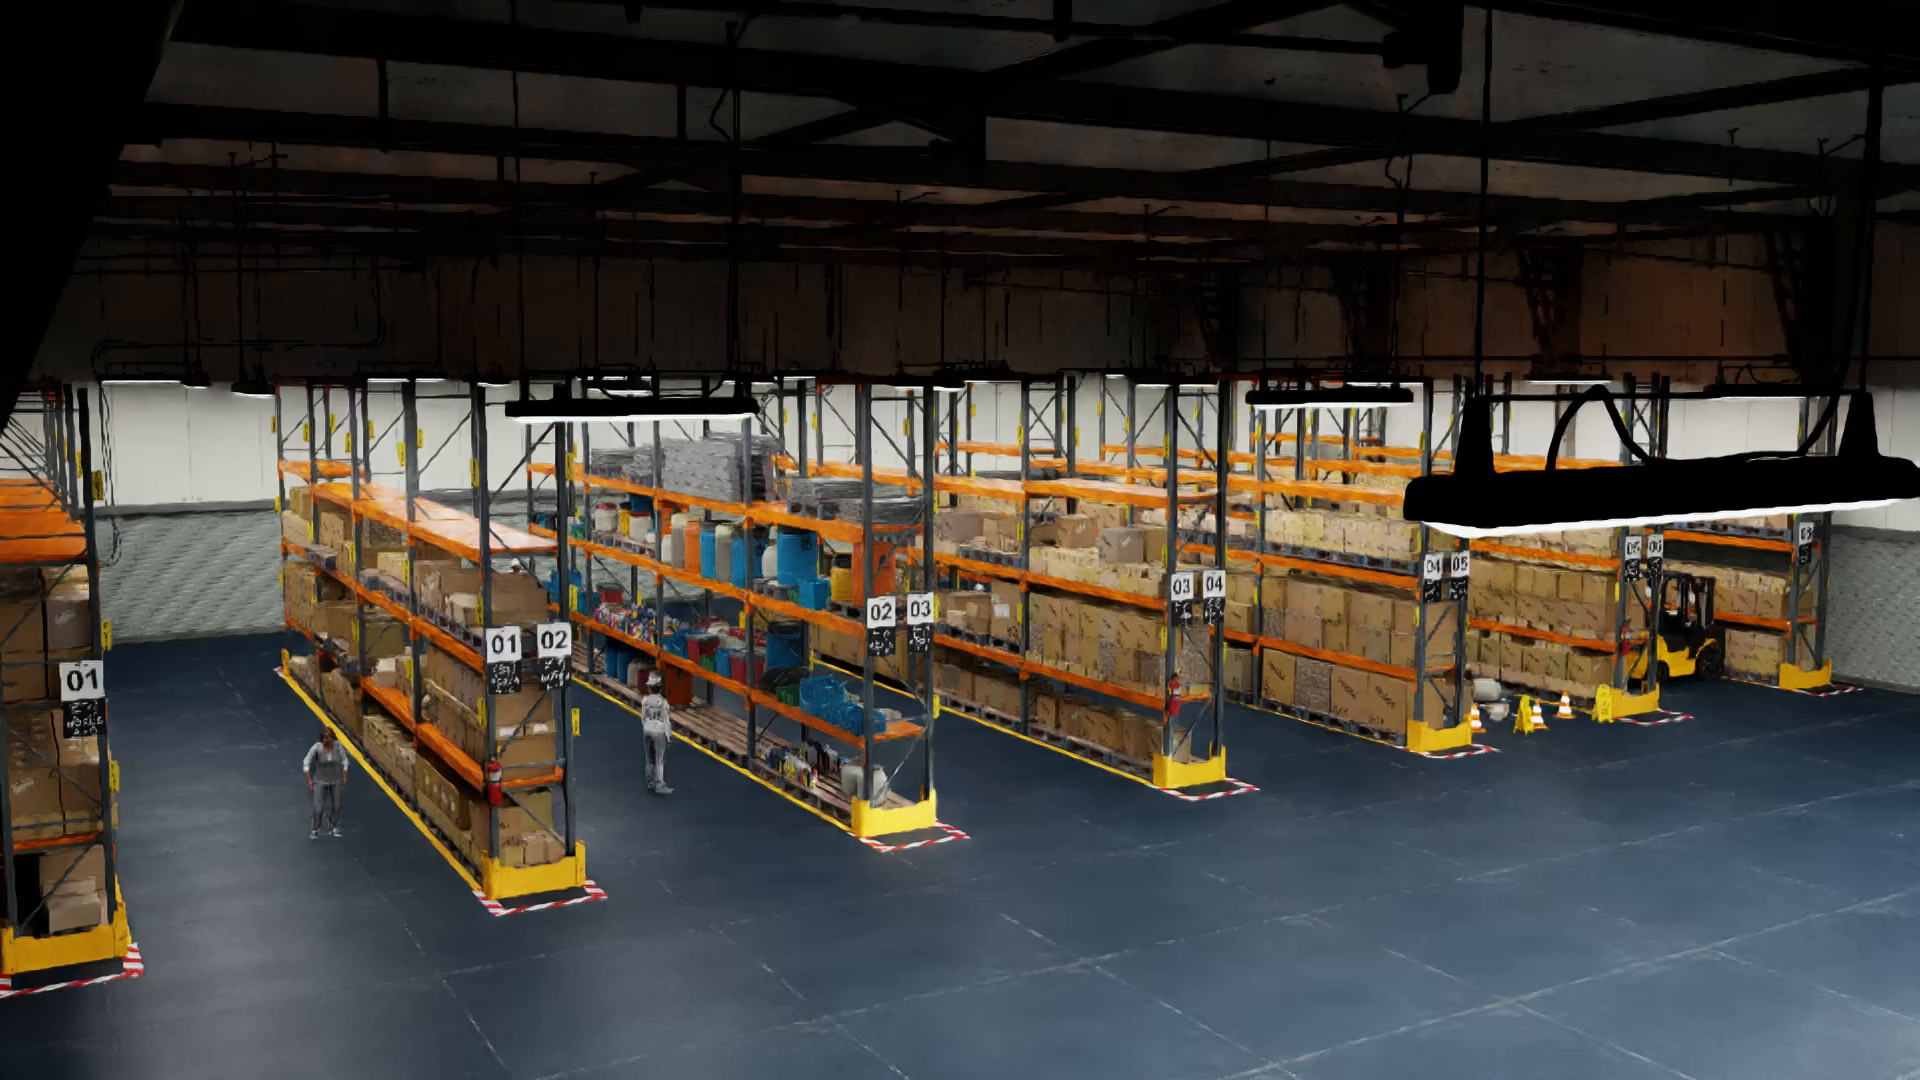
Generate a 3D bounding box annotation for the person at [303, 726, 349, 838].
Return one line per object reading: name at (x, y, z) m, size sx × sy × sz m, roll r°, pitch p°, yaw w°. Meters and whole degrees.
person at (-8.339, 3.181, 21.887) m, size 0.566 × 1.541 × 0.519 m, roll -4°, pitch 7°, yaw -33°

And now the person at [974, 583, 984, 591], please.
person at (0.399, 1.747, 33.713) m, size 0.645 × 1.772 × 0.464 m, roll 5°, pitch 8°, yaw 37°

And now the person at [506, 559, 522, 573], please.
person at (-10.188, 1.300, 38.059) m, size 0.948 × 1.757 × 0.589 m, roll 4°, pitch 8°, yaw 34°

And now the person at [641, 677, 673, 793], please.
person at (-4.411, 2.833, 24.283) m, size 0.537 × 1.677 × 0.416 m, roll 4°, pitch 7°, yaw 30°
